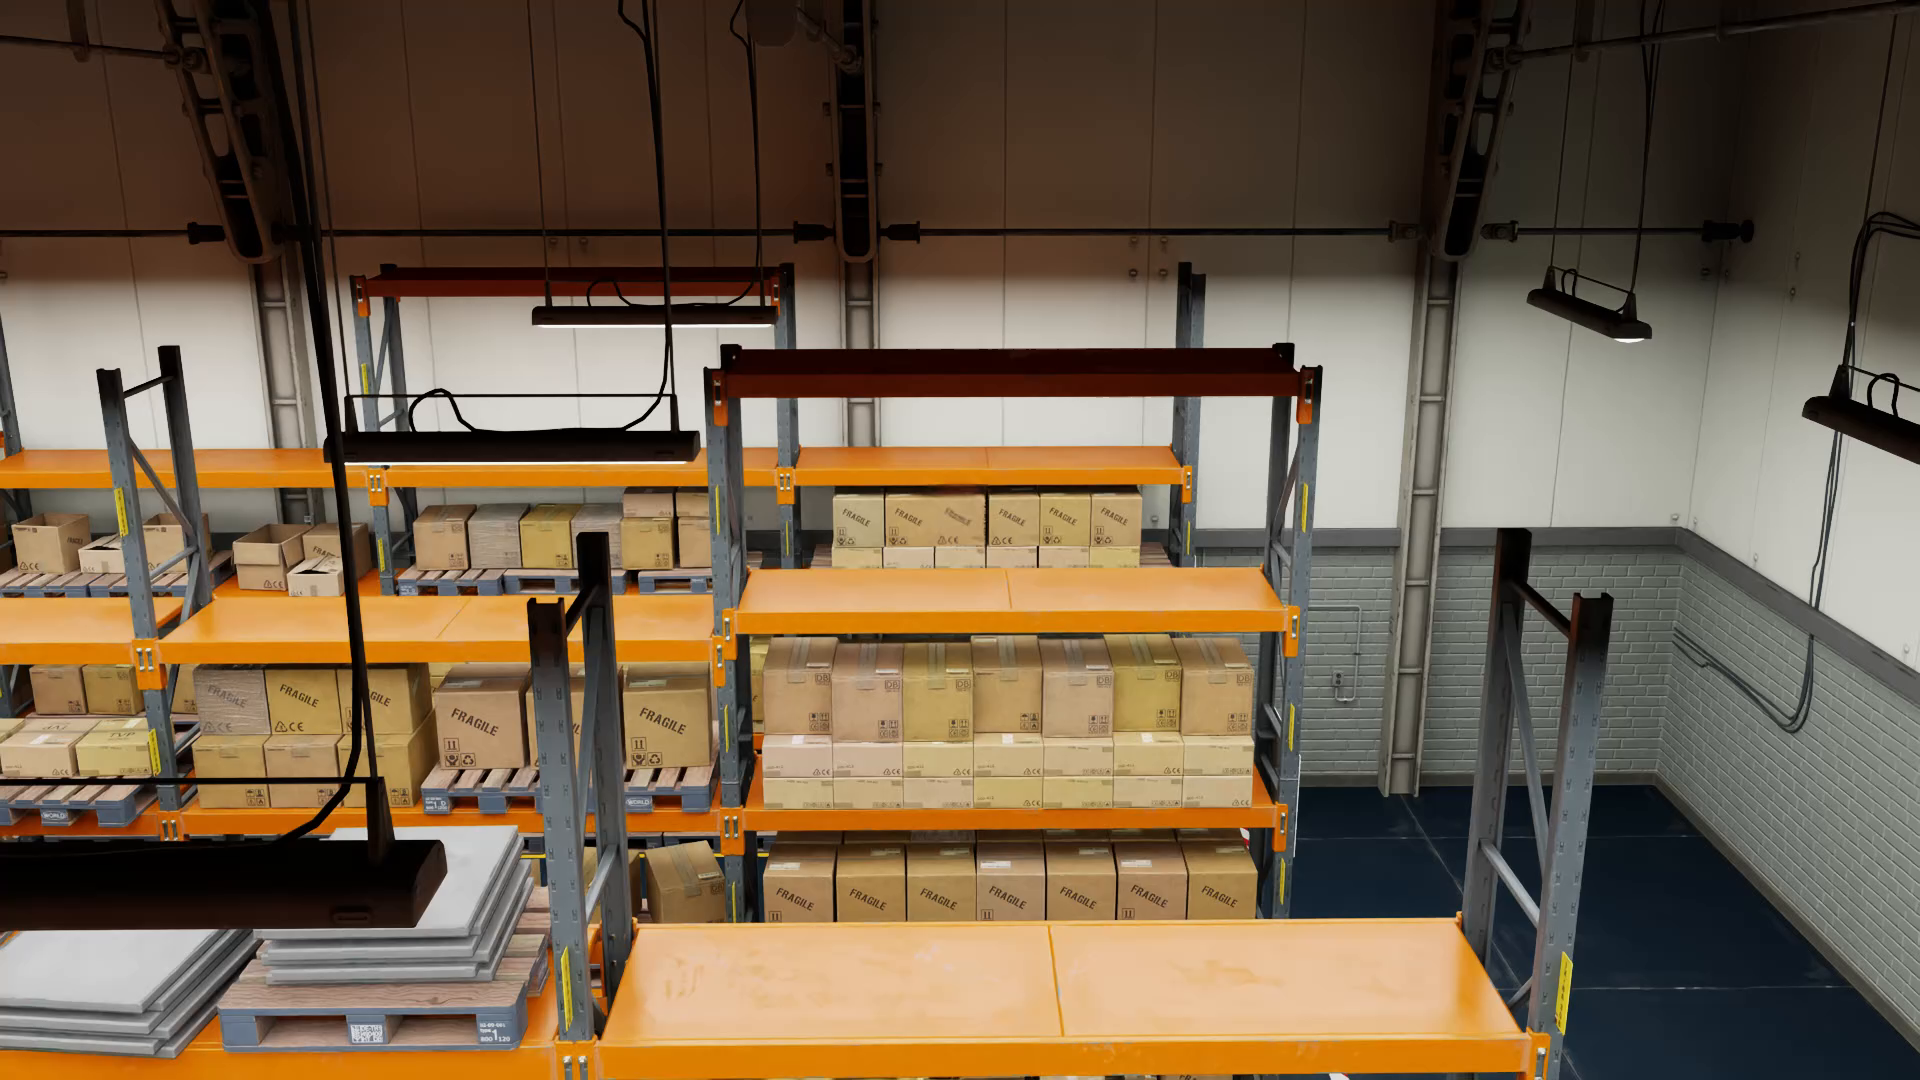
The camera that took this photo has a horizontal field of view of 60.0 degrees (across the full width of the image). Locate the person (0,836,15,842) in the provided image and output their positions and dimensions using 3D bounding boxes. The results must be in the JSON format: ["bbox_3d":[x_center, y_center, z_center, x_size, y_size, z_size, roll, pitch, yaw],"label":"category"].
[{"bbox_3d":[-9.288,2.759,16.019,0.526,1.728,0.574,4,17,13],"label":"person"}]
